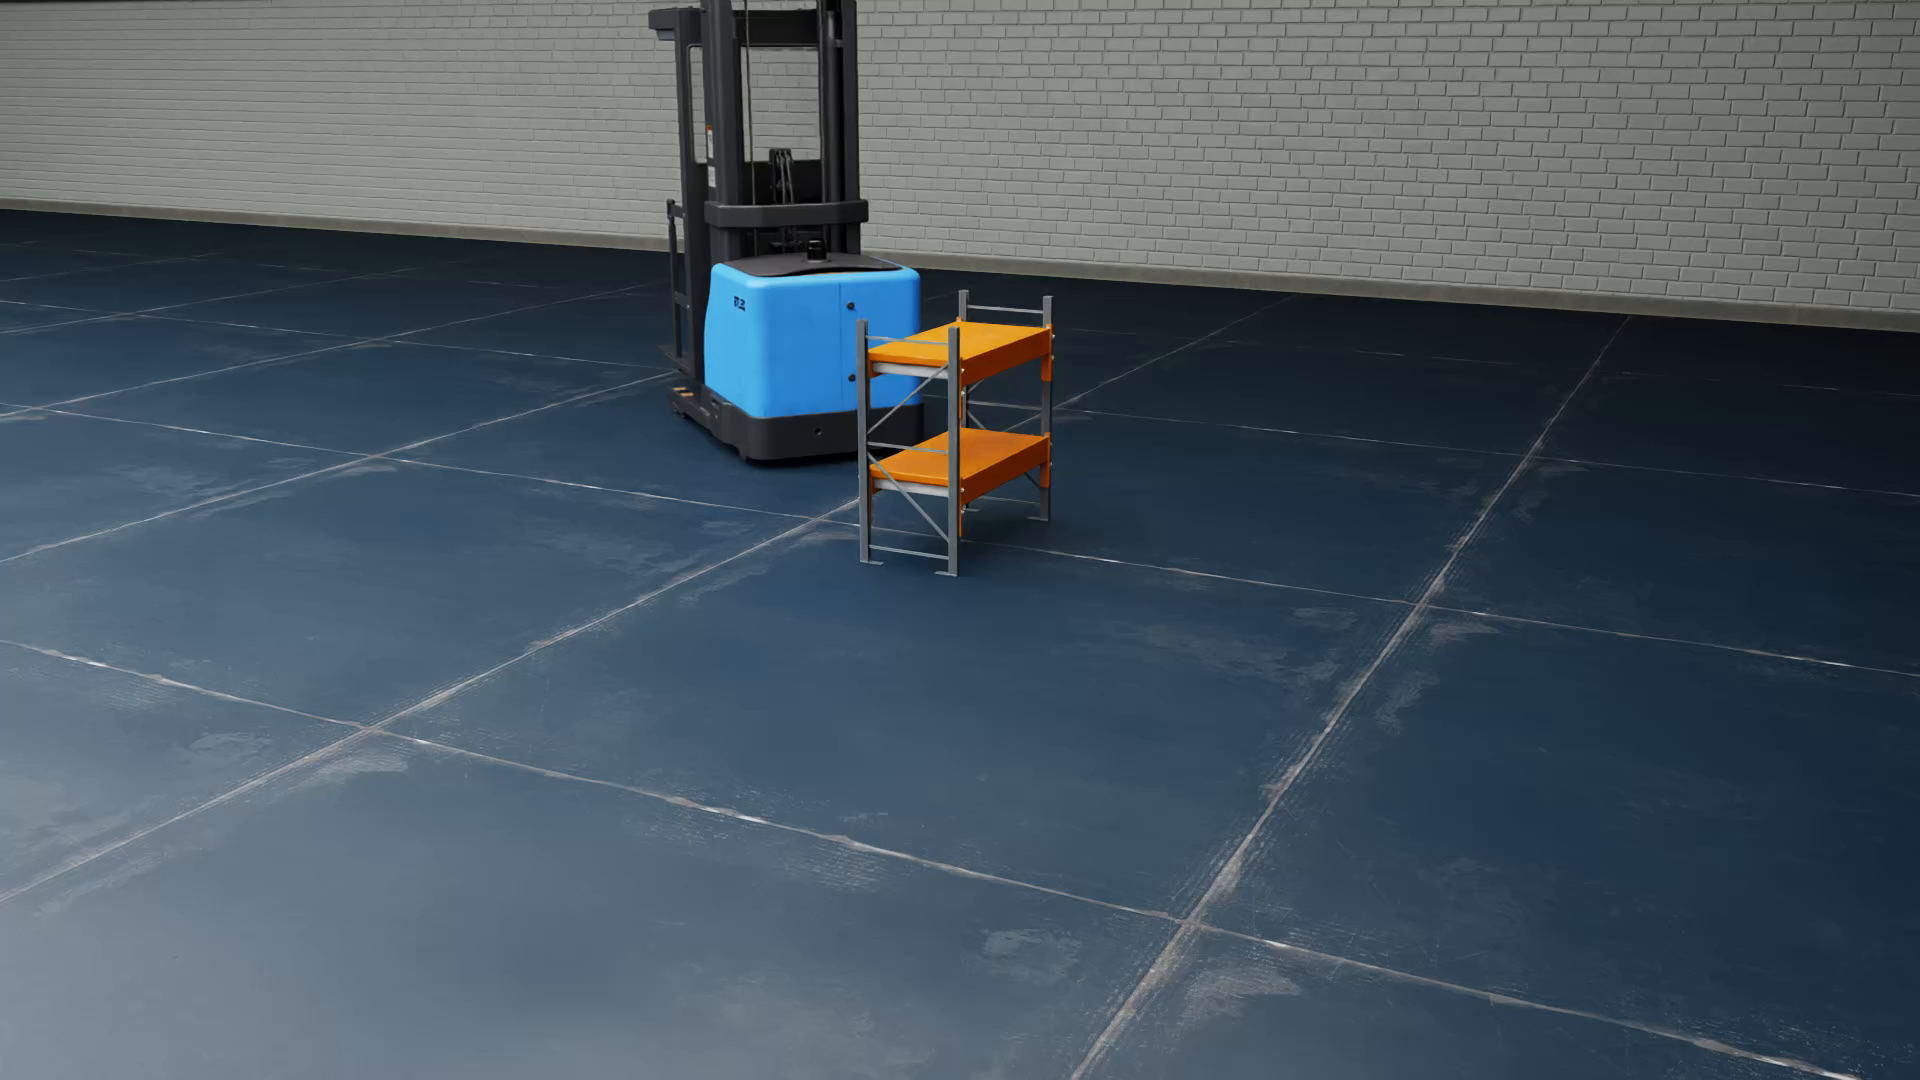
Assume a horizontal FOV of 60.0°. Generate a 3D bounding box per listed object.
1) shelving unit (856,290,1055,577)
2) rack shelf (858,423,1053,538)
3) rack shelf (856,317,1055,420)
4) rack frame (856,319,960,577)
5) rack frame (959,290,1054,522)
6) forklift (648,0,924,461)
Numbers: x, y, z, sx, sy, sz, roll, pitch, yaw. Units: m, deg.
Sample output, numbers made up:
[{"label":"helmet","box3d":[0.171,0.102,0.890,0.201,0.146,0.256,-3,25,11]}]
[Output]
[{"label":"shelving unit","box3d":[-0.003,-0.537,7.858,0.538,1.125,1.048,8,18,25]},{"label":"rack shelf","box3d":[-0.003,-0.303,7.928,0.538,0.278,1.000,8,18,25]},{"label":"rack shelf","box3d":[-0.003,-0.818,7.775,0.538,0.278,1.000,8,18,25]},{"label":"rack frame","box3d":[-0.230,-0.408,7.422,0.500,1.125,0.032,8,18,25]},{"label":"rack frame","box3d":[0.224,-0.667,8.294,0.500,1.125,0.032,8,18,25]},{"label":"forklift","box3d":[-1.257,-2.227,10.373,1.130,2.935,3.031,-7,18,-22]}]
